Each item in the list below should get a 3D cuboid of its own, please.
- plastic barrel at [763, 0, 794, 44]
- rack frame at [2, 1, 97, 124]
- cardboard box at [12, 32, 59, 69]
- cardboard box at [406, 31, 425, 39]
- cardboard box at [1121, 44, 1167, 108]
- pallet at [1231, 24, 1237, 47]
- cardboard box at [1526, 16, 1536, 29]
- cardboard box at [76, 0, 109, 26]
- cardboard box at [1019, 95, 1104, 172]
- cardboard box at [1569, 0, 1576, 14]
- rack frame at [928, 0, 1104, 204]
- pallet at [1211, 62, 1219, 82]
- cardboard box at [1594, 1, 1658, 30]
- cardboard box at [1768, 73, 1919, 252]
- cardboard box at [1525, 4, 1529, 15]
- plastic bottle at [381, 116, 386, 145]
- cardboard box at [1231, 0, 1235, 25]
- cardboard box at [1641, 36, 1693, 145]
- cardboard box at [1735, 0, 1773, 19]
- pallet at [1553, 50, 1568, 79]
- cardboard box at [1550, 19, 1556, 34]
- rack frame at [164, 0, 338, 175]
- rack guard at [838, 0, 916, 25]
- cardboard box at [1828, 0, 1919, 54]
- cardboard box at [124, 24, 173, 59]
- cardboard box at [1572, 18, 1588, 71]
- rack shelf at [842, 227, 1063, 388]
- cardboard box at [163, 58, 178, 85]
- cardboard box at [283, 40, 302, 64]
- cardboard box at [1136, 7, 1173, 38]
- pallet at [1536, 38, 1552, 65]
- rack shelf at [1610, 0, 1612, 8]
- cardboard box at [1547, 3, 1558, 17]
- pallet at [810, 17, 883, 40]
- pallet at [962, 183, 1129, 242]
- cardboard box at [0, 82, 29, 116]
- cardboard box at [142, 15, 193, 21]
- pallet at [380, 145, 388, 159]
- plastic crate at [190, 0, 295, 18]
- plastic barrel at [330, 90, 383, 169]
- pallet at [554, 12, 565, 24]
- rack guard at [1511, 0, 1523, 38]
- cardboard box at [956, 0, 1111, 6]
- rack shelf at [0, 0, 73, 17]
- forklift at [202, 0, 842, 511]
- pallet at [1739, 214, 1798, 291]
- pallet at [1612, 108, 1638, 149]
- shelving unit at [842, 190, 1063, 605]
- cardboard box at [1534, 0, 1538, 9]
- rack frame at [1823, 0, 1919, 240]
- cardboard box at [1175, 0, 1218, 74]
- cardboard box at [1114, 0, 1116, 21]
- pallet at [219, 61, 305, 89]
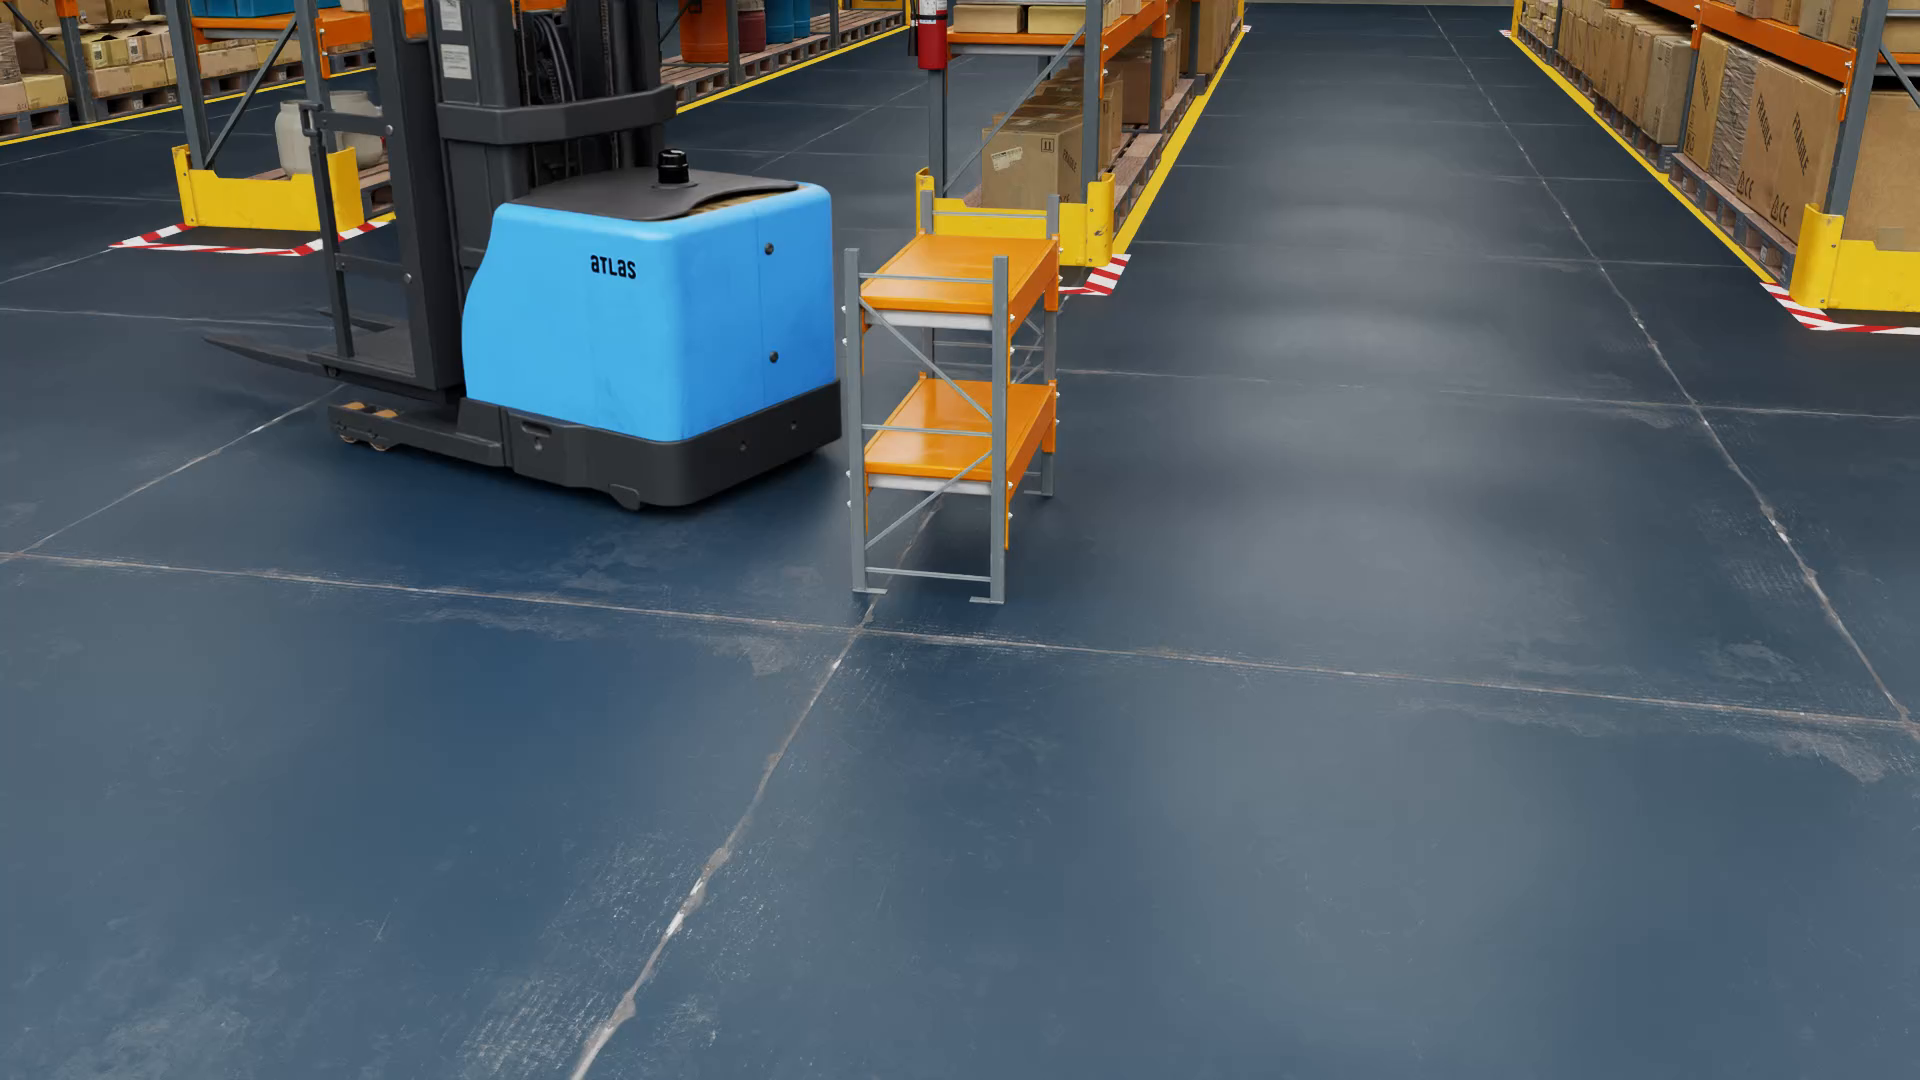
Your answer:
[{"bbox_3d":[-2.357,-6.618,20.518,0.600,0.901,0.708,4,22,11],"label":"plastic barrel"},{"bbox_3d":[-8.565,-5.307,15.015,1.000,3.000,0.127,4,22,11],"label":"rack frame"},{"bbox_3d":[-8.763,-4.656,15.767,0.500,0.311,0.500,4,22,11],"label":"cardboard box"},{"bbox_3d":[-7.067,-6.525,20.797,0.500,0.500,0.500,4,22,9],"label":"cardboard box"},{"bbox_3d":[1.508,-4.195,15.012,0.700,0.500,0.500,3,22,6],"label":"cardboard box"},{"bbox_3d":[3.243,-6.902,22.709,1.003,0.211,1.213,4,22,11],"label":"pallet"},{"bbox_3d":[7.818,-6.950,22.350,0.380,0.149,0.250,5,22,12],"label":"cardboard box"},{"bbox_3d":[-11.967,-7.233,22.114,0.750,0.750,0.750,5,23,13],"label":"cardboard box"},{"bbox_3d":[0.694,-2.798,11.571,0.500,0.500,0.500,7,23,16],"label":"cardboard box"},{"bbox_3d":[7.083,-5.999,18.514,0.500,0.250,0.500,5,22,12],"label":"cardboard box"},{"bbox_3d":[0.316,-3.087,9.504,1.000,3.000,0.127,4,22,11],"label":"rack frame"},{"bbox_3d":[2.434,-5.447,19.096,1.003,0.211,1.213,4,22,11],"label":"pallet"},{"bbox_3d":[6.666,-5.251,16.657,0.500,0.250,0.500,4,22,10],"label":"cardboard box"},{"bbox_3d":[5.224,-2.134,9.420,0.875,0.875,0.875,5,22,11],"label":"cardboard box"},{"bbox_3d":[7.946,-7.266,22.736,0.380,0.149,0.250,4,22,11],"label":"cardboard box"},{"bbox_3d":[-4.405,-3.196,12.821,0.061,0.283,0.133,4,22,11],"label":"plastic bottle"},{"bbox_3d":[3.342,-7.575,22.929,0.875,0.875,0.875,4,22,11],"label":"cardboard box"},{"bbox_3d":[6.005,-3.520,13.028,1.050,0.750,0.750,4,22,11],"label":"cardboard box"},{"bbox_3d":[5.588,-3.677,10.769,0.875,0.550,0.550,4,22,11],"label":"cardboard box"},{"bbox_3d":[7.442,-5.482,19.184,1.003,0.211,1.213,4,22,11],"label":"pallet"},{"bbox_3d":[7.352,-6.211,20.115,0.380,0.149,0.250,5,22,12],"label":"cardboard box"},{"bbox_3d":[-4.533,-3.465,10.441,1.000,3.000,0.127,4,22,11],"label":"rack frame"},{"bbox_3d":[-1.276,-8.167,25.462,1.175,0.500,0.348,4,22,11],"label":"rack guard"},{"bbox_3d":[5.182,-2.881,8.791,0.875,0.550,0.550,4,22,11],"label":"cardboard box"},{"bbox_3d":[-8.026,-4.990,16.597,0.500,0.311,0.500,4,22,9],"label":"cardboard box"},{"bbox_3d":[6.863,-5.278,17.728,0.500,0.500,0.500,3,22,9],"label":"cardboard box"},{"bbox_3d":[0.001,-0.796,5.540,0.538,0.278,1.000,4,22,11],"label":"rack shelf"},{"bbox_3d":[-8.032,-4.731,16.704,0.500,0.250,0.500,4,22,9],"label":"cardboard box"},{"bbox_3d":[-7.618,-5.478,18.558,0.500,0.250,0.500,5,22,12],"label":"cardboard box"},{"bbox_3d":[1.742,-4.963,15.916,0.500,0.250,0.500,7,23,17],"label":"cardboard box"},{"bbox_3d":[7.702,-6.016,20.508,1.003,0.211,1.213,4,22,11],"label":"pallet"},{"bbox_3d":[7.191,-5.996,17.689,1.077,0.370,4.000,4,22,11],"label":"rack shelf"},{"bbox_3d":[7.474,-6.547,20.553,0.380,0.149,0.250,4,22,10],"label":"cardboard box"},{"bbox_3d":[-1.726,-7.279,23.646,1.003,0.211,1.213,4,22,11],"label":"pallet"},{"bbox_3d":[0.531,-2.116,10.825,1.003,0.211,1.213,4,22,11],"label":"pallet"},{"bbox_3d":[-8.558,-3.858,14.535,0.500,0.250,0.500,4,22,11],"label":"cardboard box"},{"bbox_3d":[-8.349,-5.401,17.616,0.500,0.311,0.500,4,22,9],"label":"cardboard box"},{"bbox_3d":[-4.142,-2.944,12.881,1.003,0.211,1.213,4,22,11],"label":"pallet"},{"bbox_3d":[-4.724,-3.602,10.980,0.499,0.251,0.616,4,22,11],"label":"plastic crate"},{"bbox_3d":[-4.371,-2.935,11.895,0.421,0.512,0.421,0,22,0],"label":"plastic barrel"},{"bbox_3d":[-6.545,-7.637,24.535,1.003,0.211,1.213,4,22,11],"label":"pallet"},{"bbox_3d":[8.400,-7.336,23.401,1.175,0.500,0.348,4,22,11],"label":"rack guard"},{"bbox_3d":[0.455,-3.471,9.924,0.875,0.500,0.500,4,22,11],"label":"cardboard box"},{"bbox_3d":[-8.973,-4.241,13.333,1.077,0.370,4.000,4,22,11],"label":"rack shelf"},{"bbox_3d":[-1.991,-1.869,6.572,3.031,2.935,1.130,14,26,30],"label":"forklift"},{"bbox_3d":[5.237,-1.677,9.735,1.003,0.211,1.213,4,22,11],"label":"pallet"},{"bbox_3d":[6.297,-3.577,14.453,1.003,0.211,1.213,4,22,11],"label":"pallet"},{"bbox_3d":[0.001,-0.524,5.650,0.538,1.125,1.048,4,22,11],"label":"shelving unit"},{"bbox_3d":[7.727,-7.024,21.735,0.380,0.149,0.250,5,22,12],"label":"cardboard box"},{"bbox_3d":[5.151,-2.672,8.473,1.000,3.000,0.127,4,22,11],"label":"rack frame"},{"bbox_3d":[2.109,-5.473,17.710,1.225,0.875,0.875,3,22,8],"label":"cardboard box"},{"bbox_3d":[0.773,-3.330,10.443,0.380,0.149,0.250,4,22,11],"label":"cardboard box"},{"bbox_3d":[-7.955,-5.178,18.428,1.003,0.211,1.213,4,22,11],"label":"pallet"}]
